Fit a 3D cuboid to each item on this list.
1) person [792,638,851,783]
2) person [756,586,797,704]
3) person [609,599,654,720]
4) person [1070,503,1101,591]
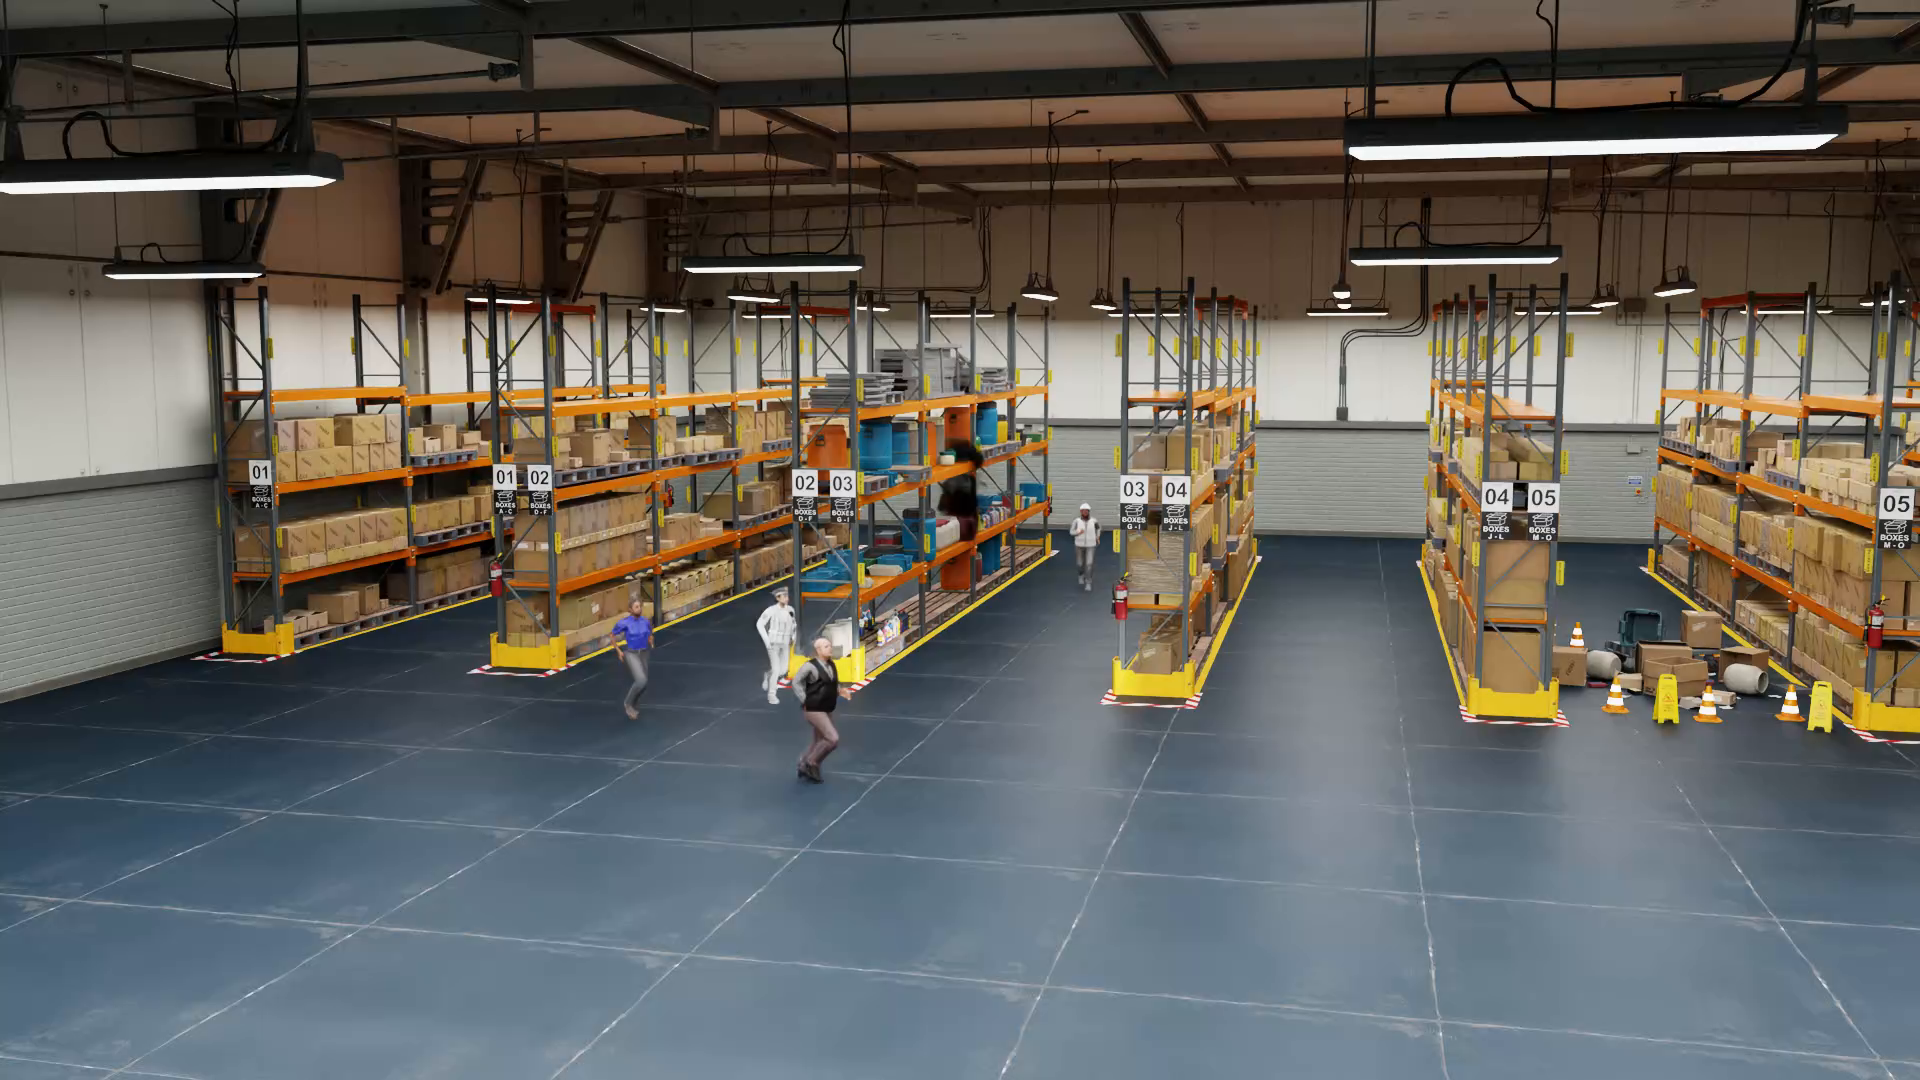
[{"bbox_3d":[-1.594,1.960,19.185,0.724,1.672,0.584,4,7,28],"label":"person"},{"bbox_3d":[-2.595,1.478,23.781,0.663,1.644,0.559,-5,8,-35],"label":"person"},{"bbox_3d":[-4.356,1.610,22.465,0.636,1.636,0.552,5,9,40],"label":"person"},{"bbox_3d":[2.610,0.122,34.628,0.652,1.768,0.960,1,7,5],"label":"person"}]
